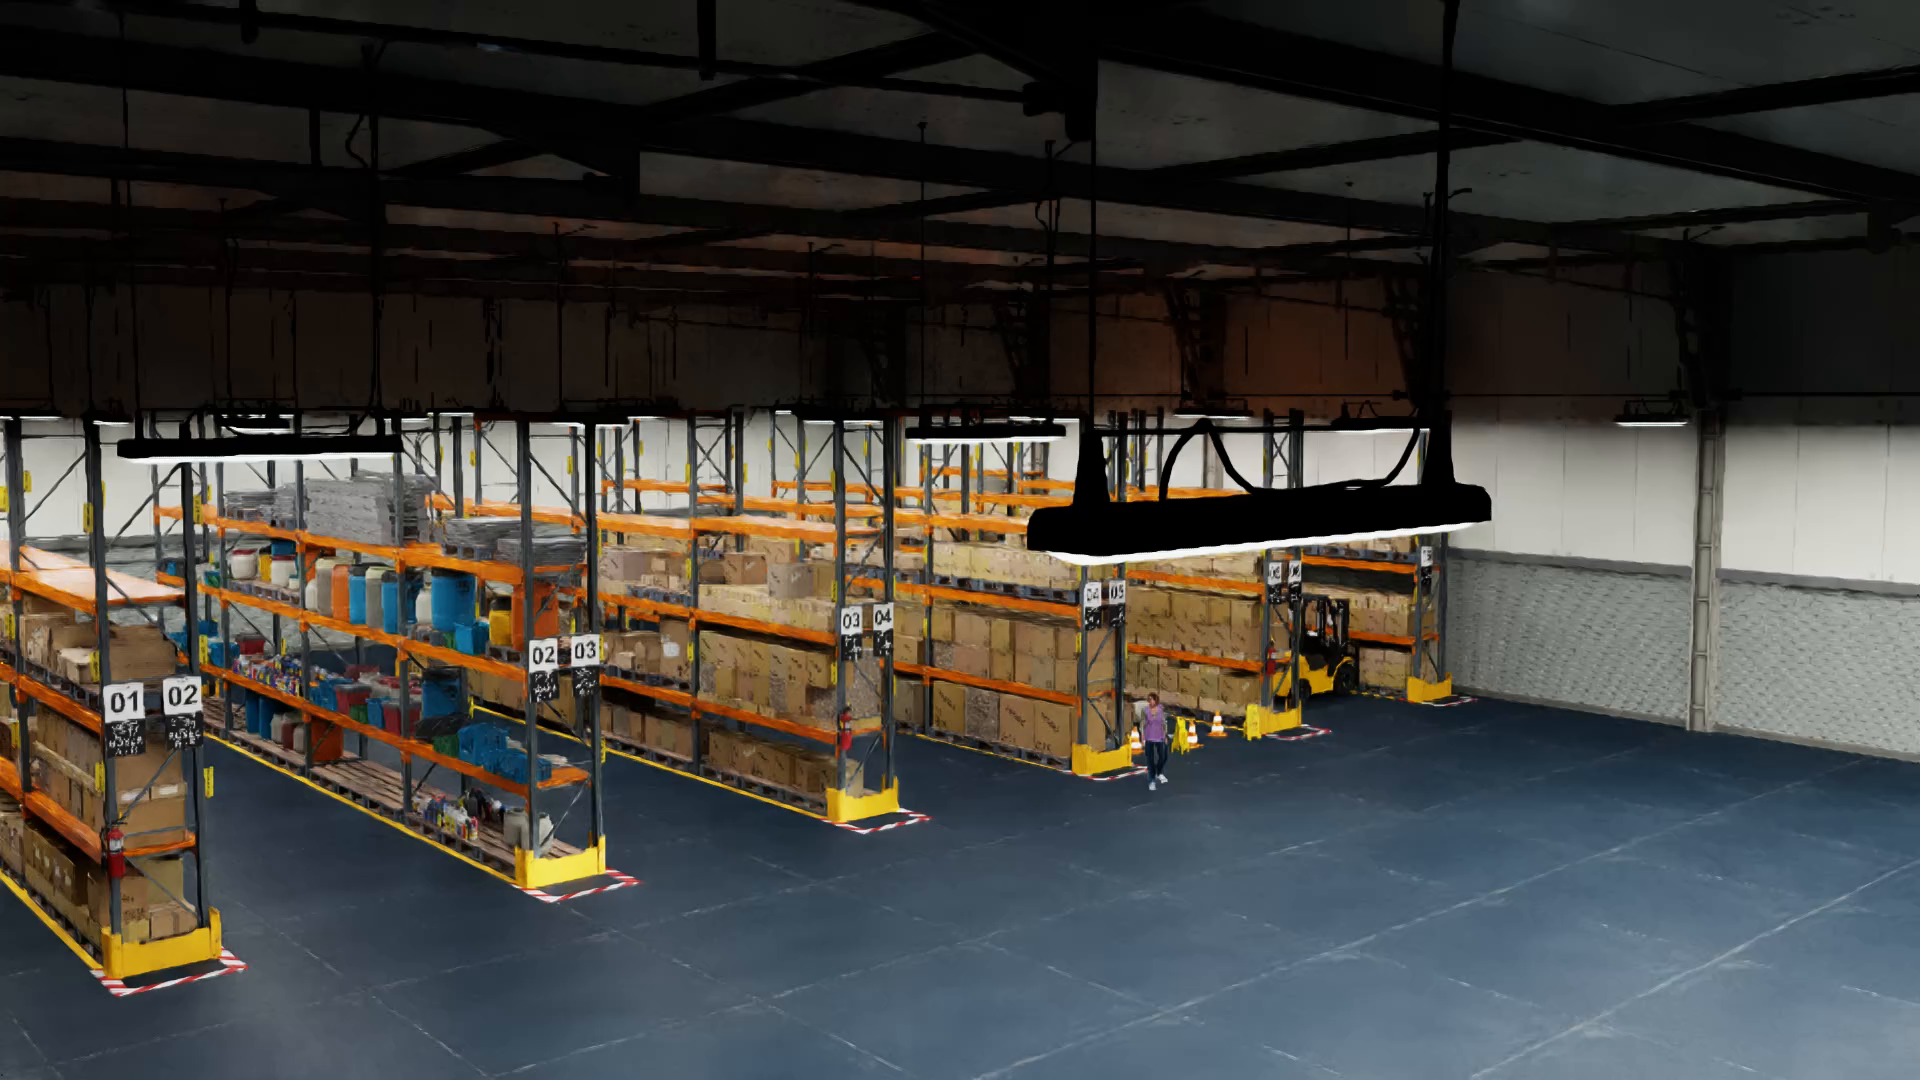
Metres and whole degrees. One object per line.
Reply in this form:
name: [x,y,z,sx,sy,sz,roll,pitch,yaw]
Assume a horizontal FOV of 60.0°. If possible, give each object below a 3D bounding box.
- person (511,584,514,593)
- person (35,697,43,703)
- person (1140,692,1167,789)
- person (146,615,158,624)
person: [-11.070,1.849,41.823,0.499,1.647,0.551,0,5,-3]
person: [-16.868,2.780,30.731,0.591,1.716,1.042,-4,7,-42]
person: [3.103,3.195,26.657,0.455,1.587,0.434,0,5,-2]
person: [-16.802,2.435,34.425,0.480,1.764,0.721,0,5,1]
